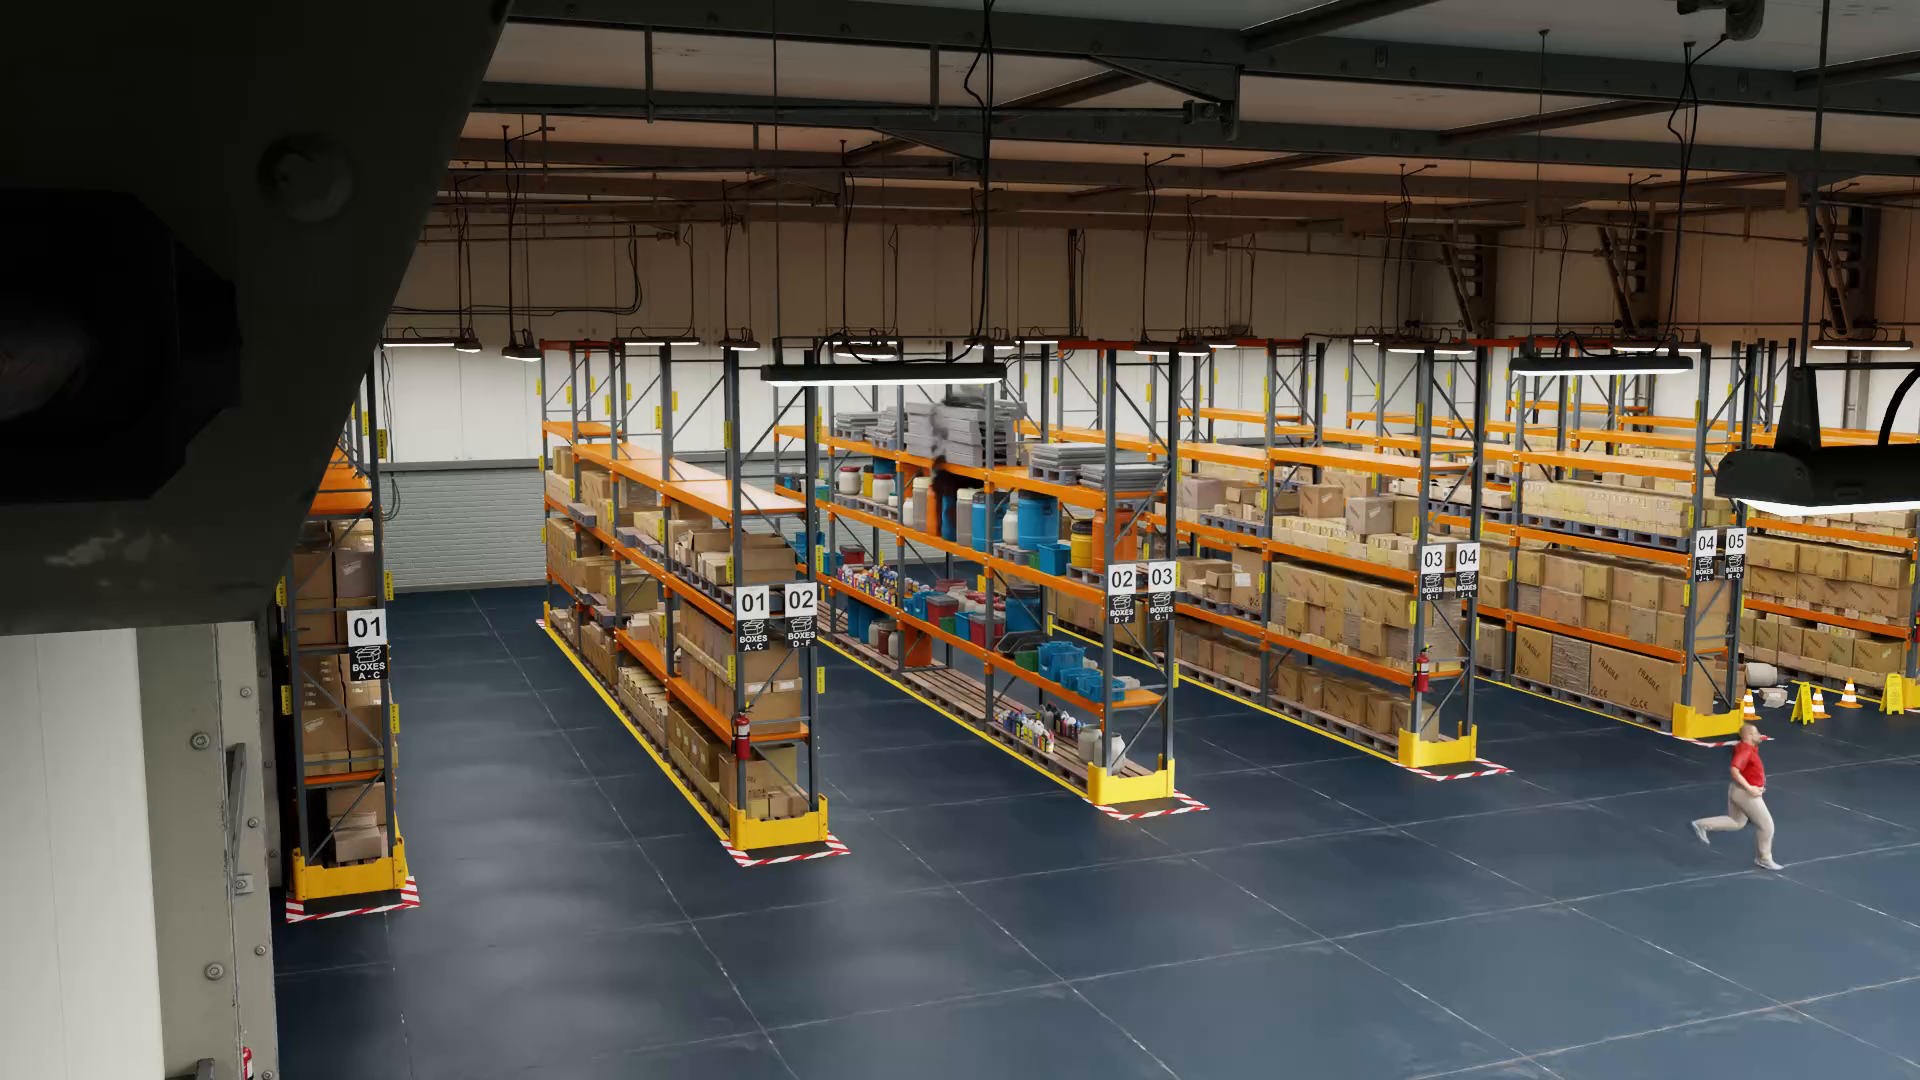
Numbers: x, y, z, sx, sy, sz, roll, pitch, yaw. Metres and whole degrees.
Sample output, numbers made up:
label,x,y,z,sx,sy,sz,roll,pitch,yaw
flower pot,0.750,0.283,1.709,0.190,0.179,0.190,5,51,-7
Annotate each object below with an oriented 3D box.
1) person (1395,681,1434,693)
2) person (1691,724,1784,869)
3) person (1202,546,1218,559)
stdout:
label,x,y,z,sx,sy,sz,roll,pitch,yaw
person,7.867,1.736,28.799,0.595,1.724,0.870,-4,9,-31
person,9.153,3.002,19.468,0.993,1.731,0.644,1,8,10
person,6.297,0.141,41.496,0.709,1.694,0.571,3,8,19
